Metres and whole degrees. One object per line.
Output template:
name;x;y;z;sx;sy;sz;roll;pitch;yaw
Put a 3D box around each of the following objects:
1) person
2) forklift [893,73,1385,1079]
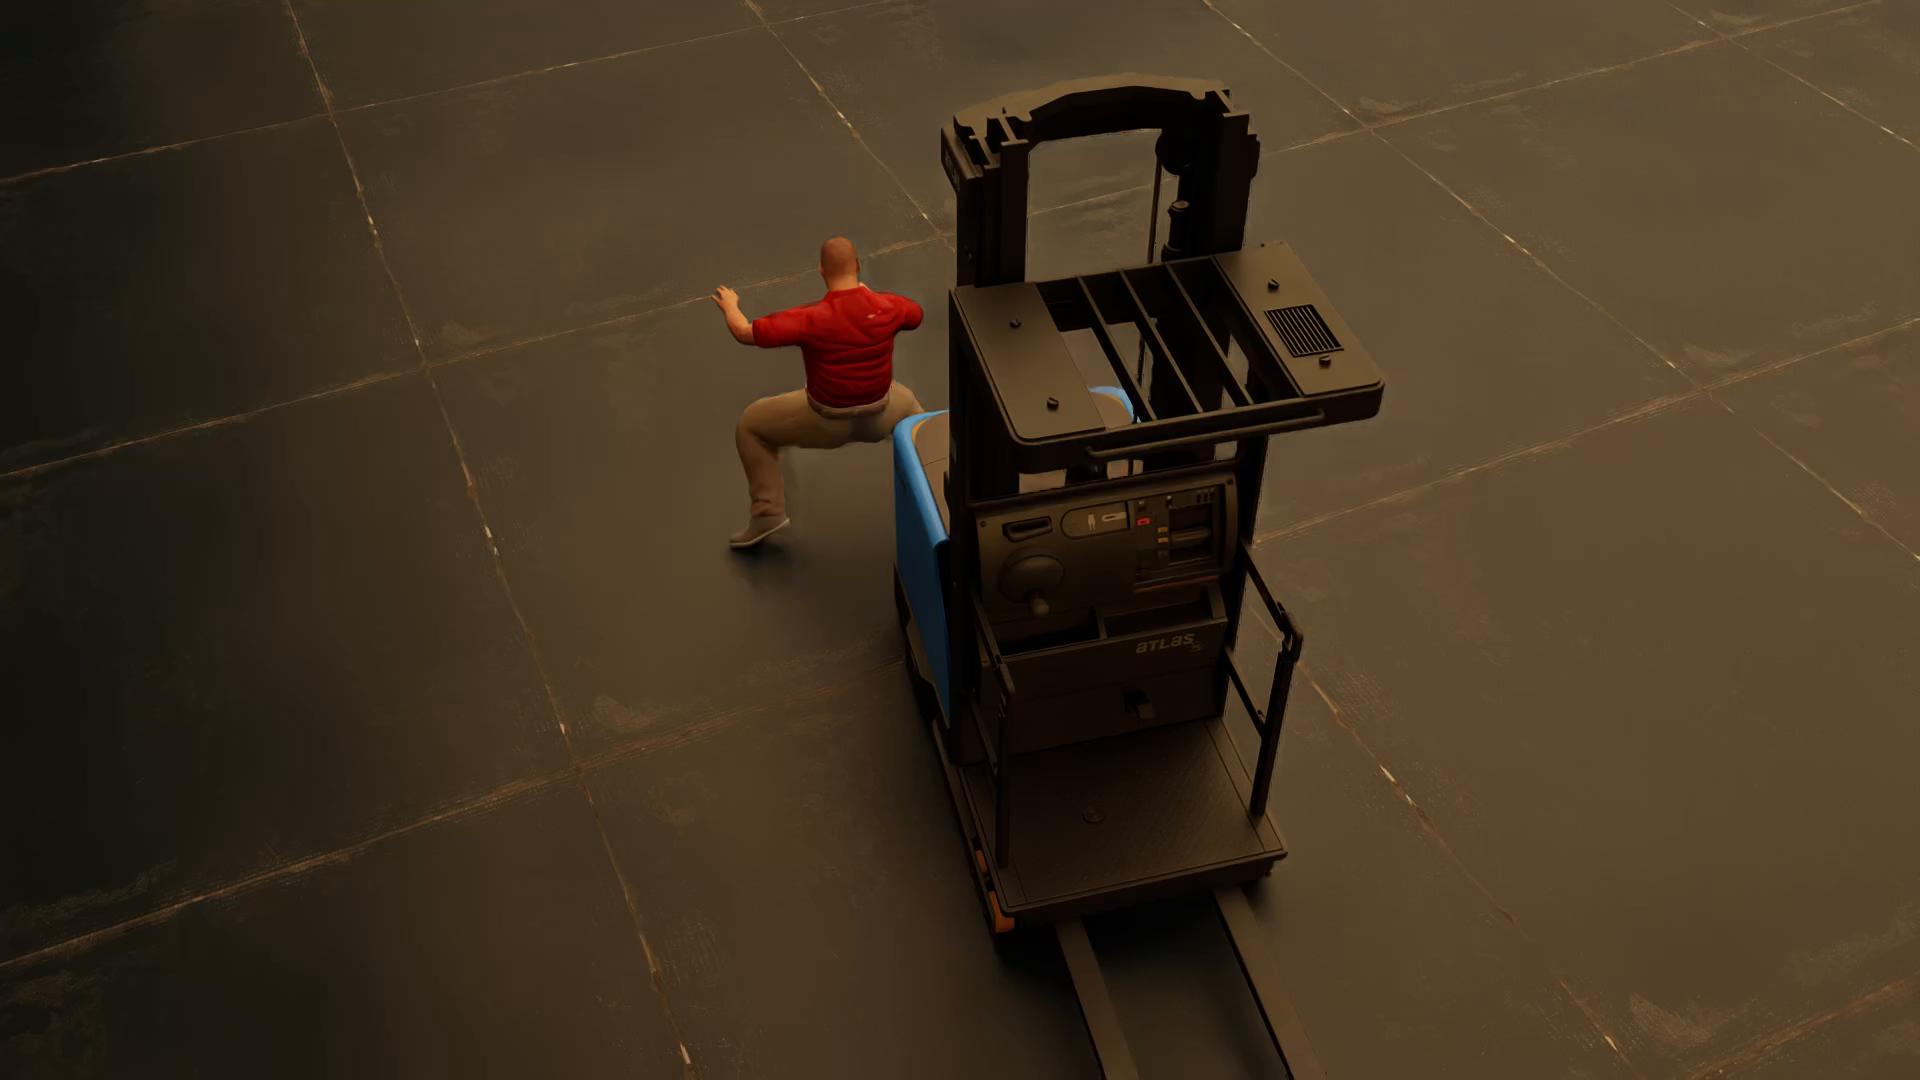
person;-0.564;-0.738;7.545;1.180;1.525;0.670;-11;44;-12
forklift;0.565;0.107;5.566;1.130;2.935;3.031;-10;44;-10
